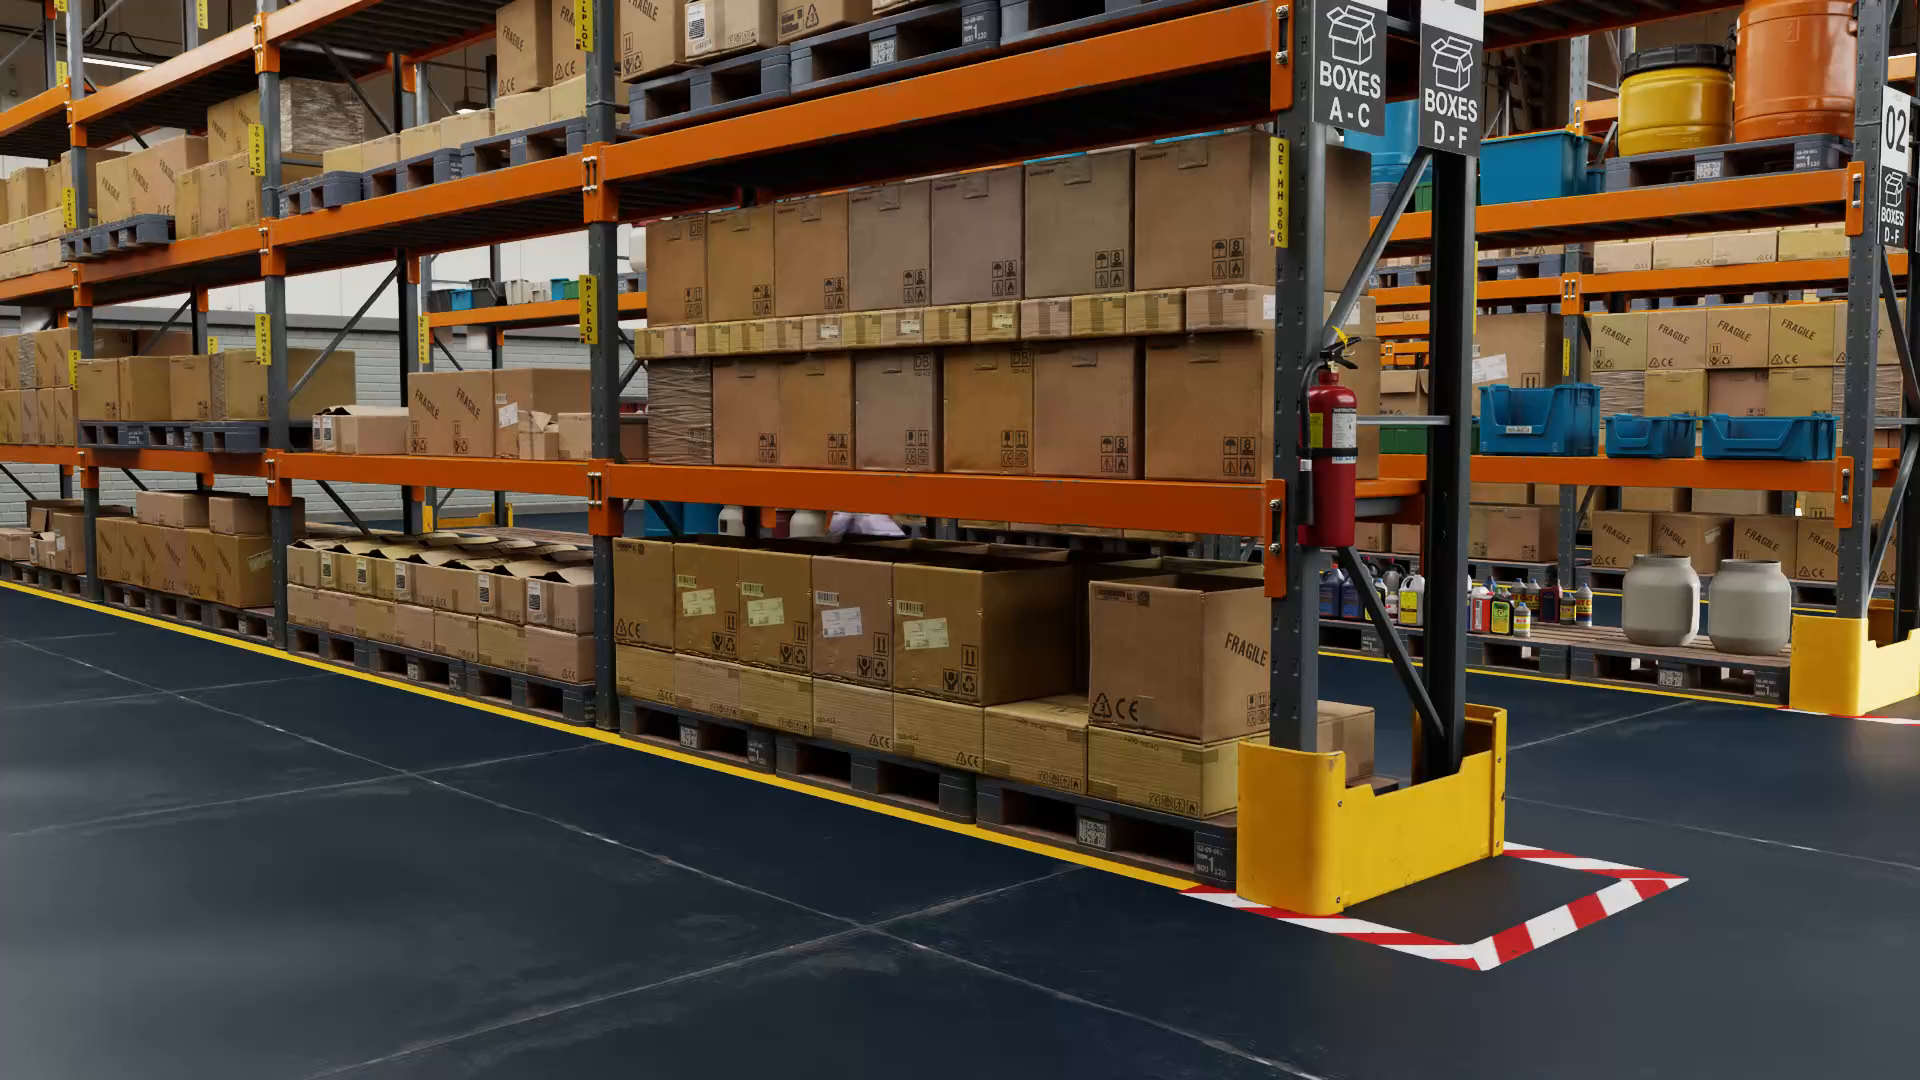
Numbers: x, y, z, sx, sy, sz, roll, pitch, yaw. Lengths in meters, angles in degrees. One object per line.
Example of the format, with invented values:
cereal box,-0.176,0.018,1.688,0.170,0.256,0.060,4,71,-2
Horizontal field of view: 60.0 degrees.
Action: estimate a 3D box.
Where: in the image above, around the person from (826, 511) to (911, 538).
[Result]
person,-0.642,0.157,11.702,0.531,1.053,0.783,-4,6,-44
